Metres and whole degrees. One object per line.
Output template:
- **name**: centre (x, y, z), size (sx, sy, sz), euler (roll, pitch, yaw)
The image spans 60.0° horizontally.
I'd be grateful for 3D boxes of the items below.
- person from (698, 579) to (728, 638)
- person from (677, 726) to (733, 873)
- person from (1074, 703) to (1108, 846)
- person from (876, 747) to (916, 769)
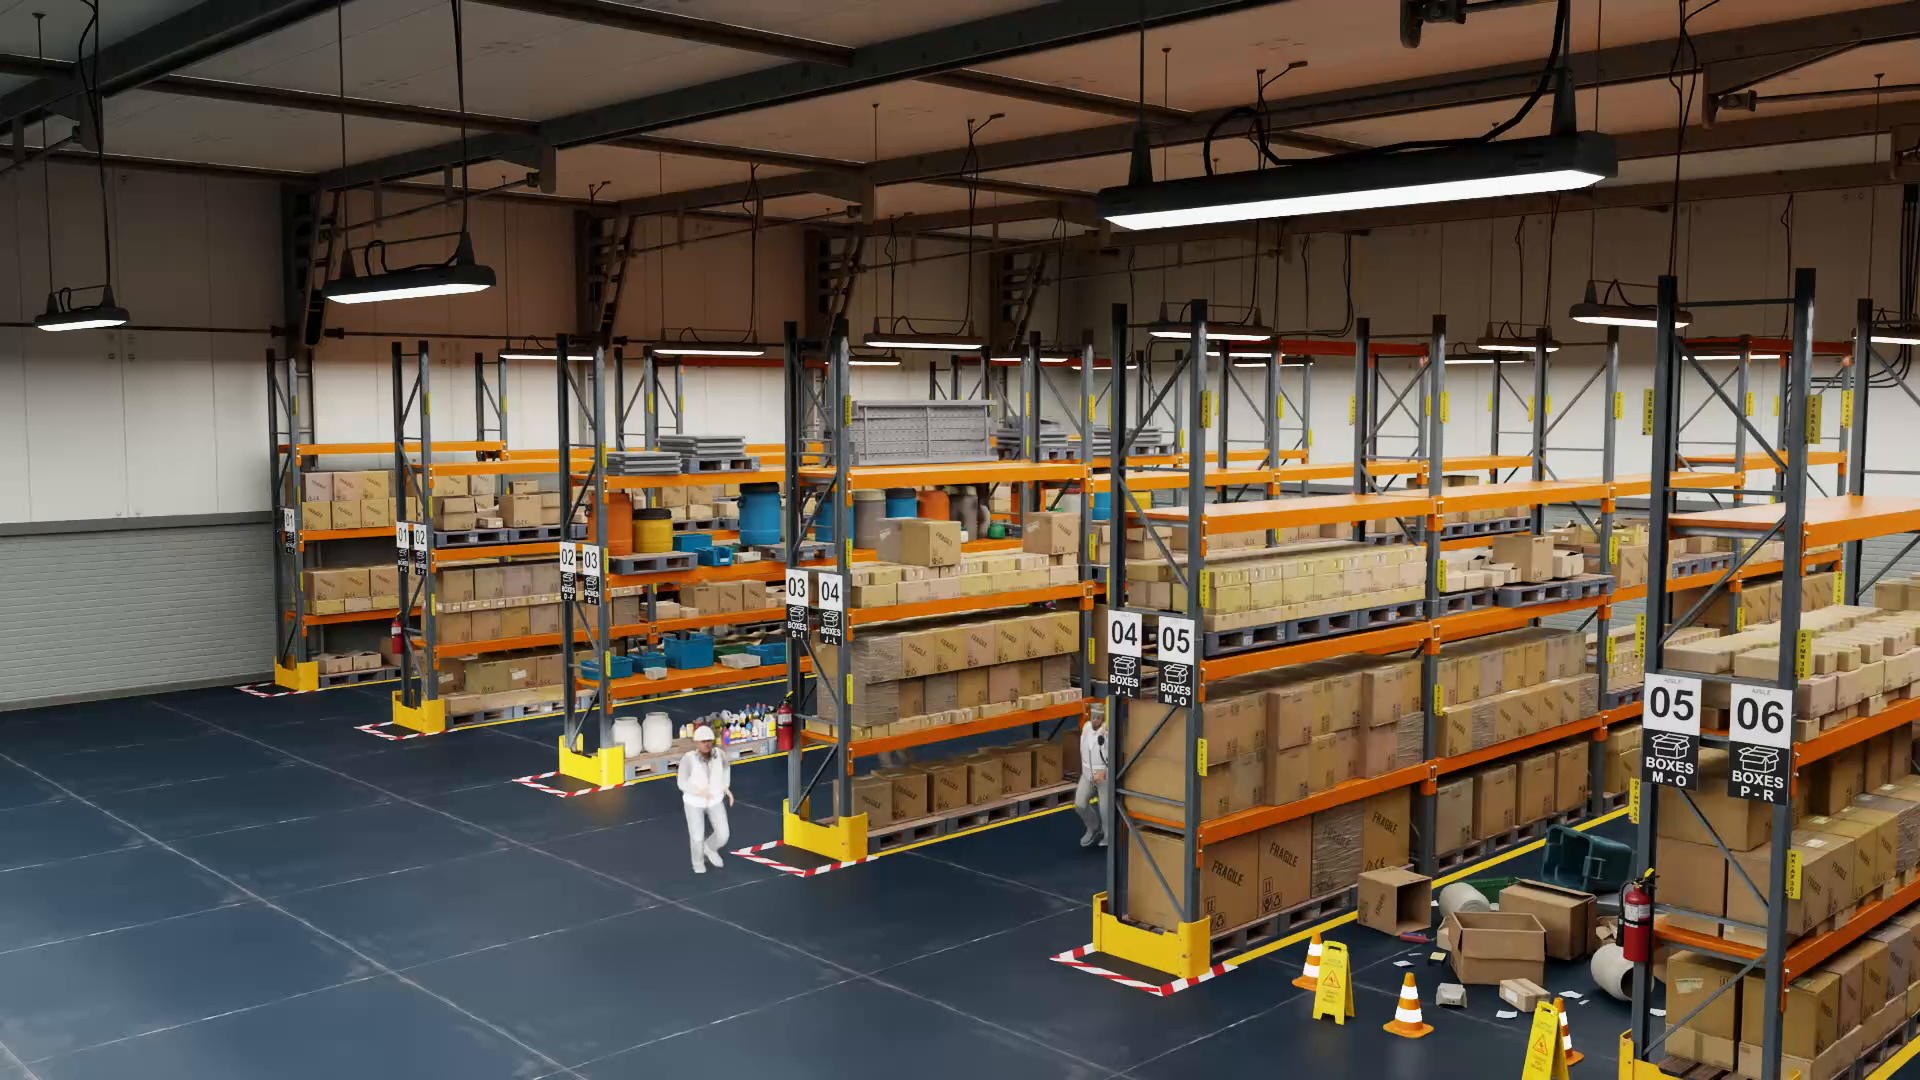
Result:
- **person**: centre (-4.680, 1.568, 31.813), size (0.712, 1.686, 0.885), euler (3, 6, 29)
- **person**: centre (-2.723, 2.793, 17.818), size (0.644, 1.667, 0.793), euler (-2, 5, -22)
- **person**: centre (1.572, 2.672, 18.826), size (0.622, 1.703, 0.841), euler (3, 6, 31)
- **person**: centre (-0.840, 2.439, 21.921), size (0.723, 1.639, 0.793), euler (-1, 5, -14)
